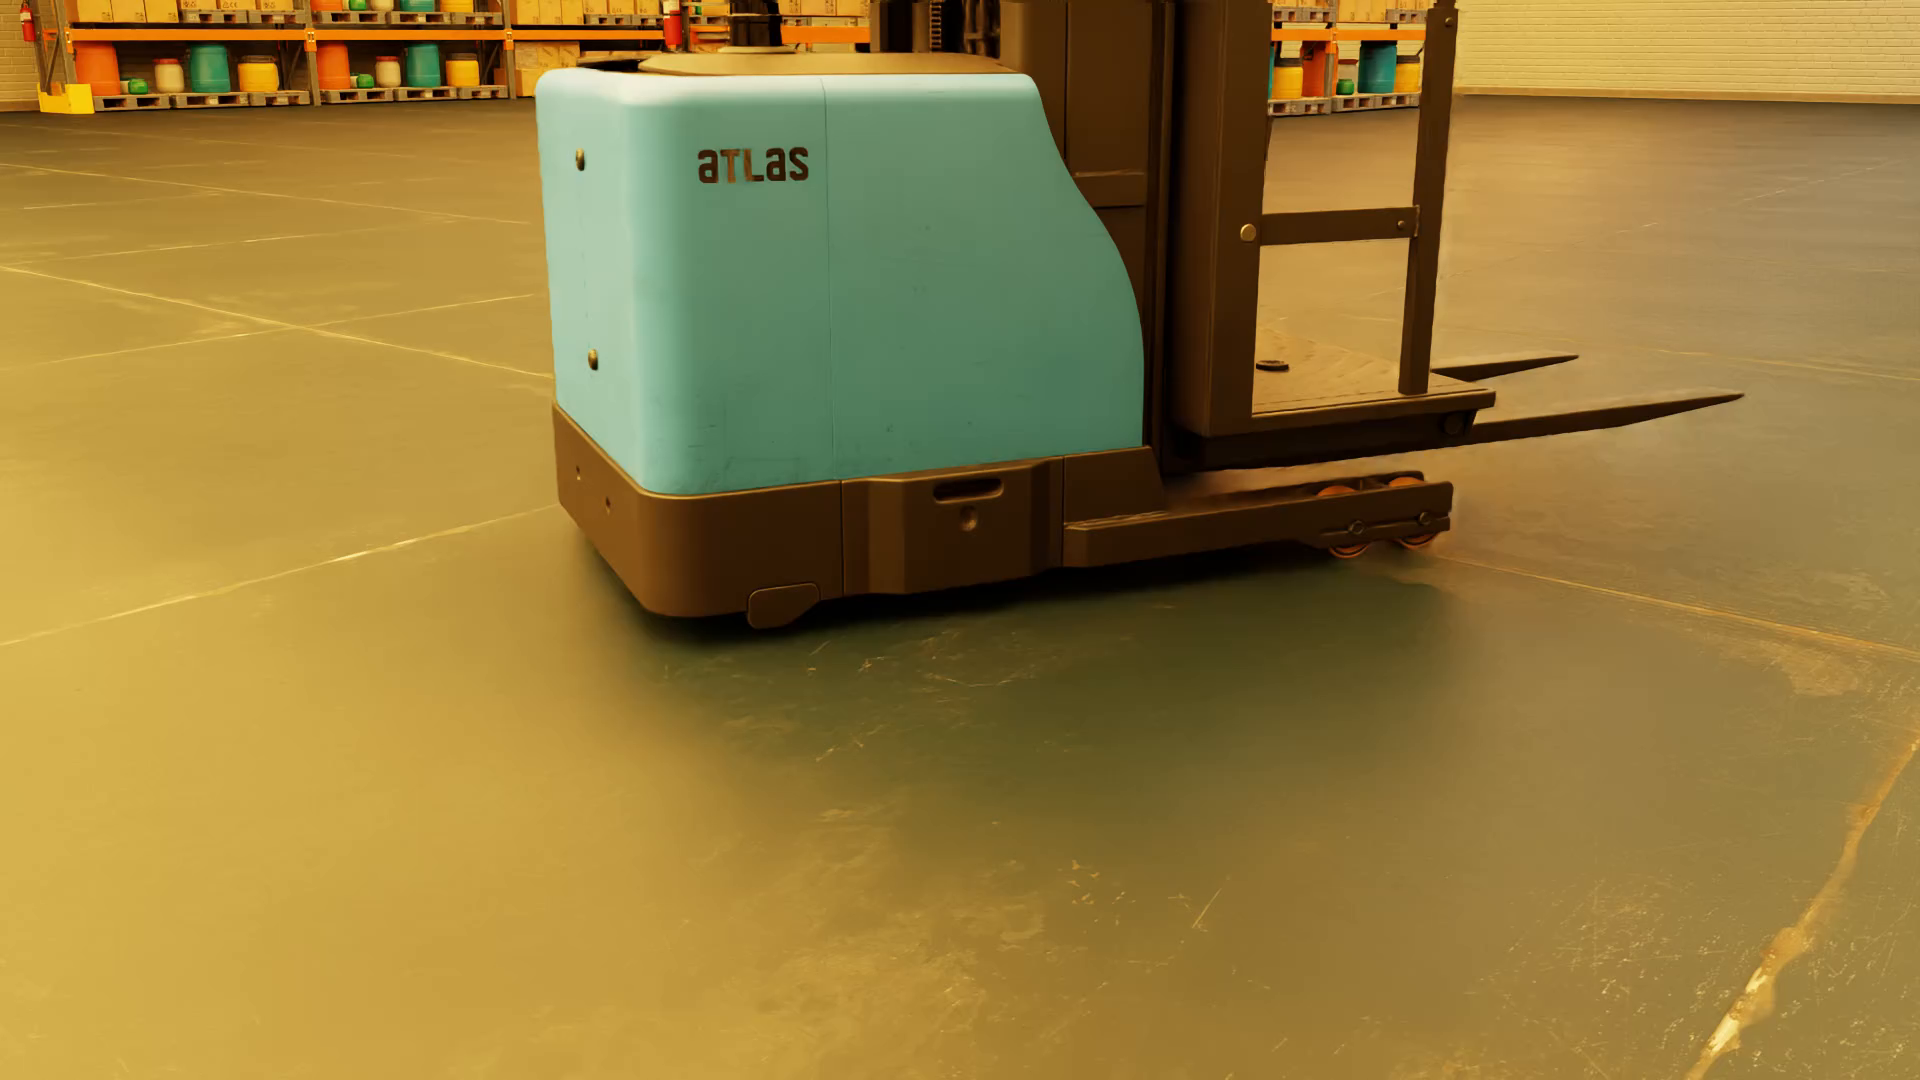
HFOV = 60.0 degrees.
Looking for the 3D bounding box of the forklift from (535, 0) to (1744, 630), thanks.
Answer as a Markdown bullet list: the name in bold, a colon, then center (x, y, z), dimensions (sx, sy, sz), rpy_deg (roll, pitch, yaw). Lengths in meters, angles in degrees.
- **forklift**: center (0.592, -1.492, 3.810), dimensions (3.031, 2.935, 1.130), rpy_deg (-7, 18, -23)
